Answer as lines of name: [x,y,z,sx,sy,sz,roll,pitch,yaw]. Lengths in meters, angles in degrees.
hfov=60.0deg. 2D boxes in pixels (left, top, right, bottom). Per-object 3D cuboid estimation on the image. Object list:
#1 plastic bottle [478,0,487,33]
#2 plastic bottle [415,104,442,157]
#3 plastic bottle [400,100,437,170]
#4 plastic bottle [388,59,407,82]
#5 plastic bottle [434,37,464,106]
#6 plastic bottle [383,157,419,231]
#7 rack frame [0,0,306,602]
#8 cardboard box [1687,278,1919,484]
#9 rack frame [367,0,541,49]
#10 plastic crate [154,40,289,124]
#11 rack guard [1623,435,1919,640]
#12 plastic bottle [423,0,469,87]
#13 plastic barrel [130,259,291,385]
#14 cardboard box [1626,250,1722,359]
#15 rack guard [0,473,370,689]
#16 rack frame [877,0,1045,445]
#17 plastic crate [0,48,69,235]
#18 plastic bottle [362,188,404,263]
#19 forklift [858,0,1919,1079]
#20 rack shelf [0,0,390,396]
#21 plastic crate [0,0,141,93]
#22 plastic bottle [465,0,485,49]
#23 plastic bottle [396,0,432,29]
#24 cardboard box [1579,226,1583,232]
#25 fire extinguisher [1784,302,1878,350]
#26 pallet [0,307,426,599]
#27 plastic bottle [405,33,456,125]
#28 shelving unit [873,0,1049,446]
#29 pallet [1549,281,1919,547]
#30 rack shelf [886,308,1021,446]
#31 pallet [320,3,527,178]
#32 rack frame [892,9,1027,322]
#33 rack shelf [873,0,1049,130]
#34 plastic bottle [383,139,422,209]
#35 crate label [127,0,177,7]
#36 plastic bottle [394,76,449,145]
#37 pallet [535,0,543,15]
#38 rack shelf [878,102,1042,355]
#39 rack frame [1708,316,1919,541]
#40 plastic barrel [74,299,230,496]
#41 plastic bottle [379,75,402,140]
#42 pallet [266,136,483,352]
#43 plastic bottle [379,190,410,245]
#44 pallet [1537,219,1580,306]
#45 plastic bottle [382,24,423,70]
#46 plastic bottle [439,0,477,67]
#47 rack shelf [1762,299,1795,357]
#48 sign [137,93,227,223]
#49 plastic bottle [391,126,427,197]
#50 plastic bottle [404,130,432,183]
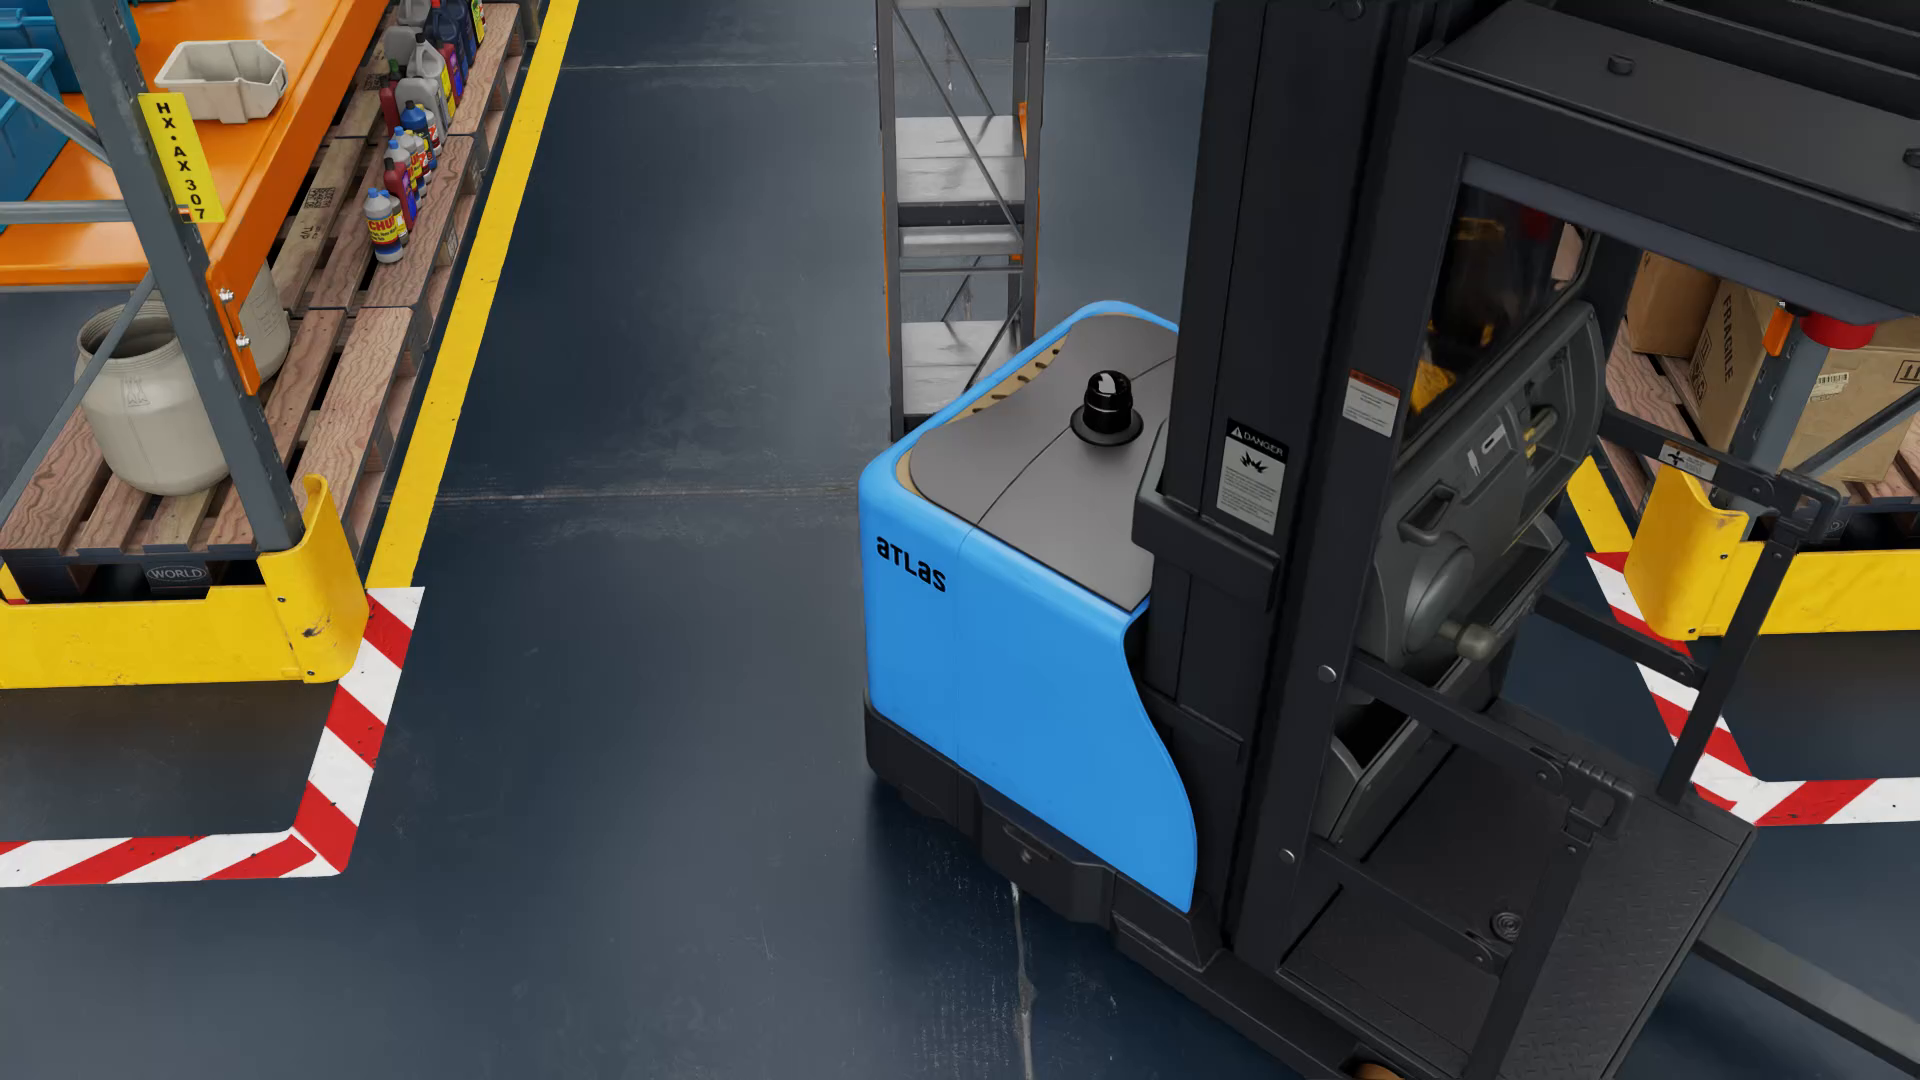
plastic bottle: [-2.152,-2.342,7.330,0.097,0.201,0.097,0,43,0]
plastic bottle: [-2.106,-1.615,6.537,0.097,0.201,0.097,0,43,0]
plastic bottle: [-2.102,-1.572,6.438,0.097,0.271,0.097,0,43,0]
plastic bottle: [-2.243,-1.813,6.693,0.061,0.283,0.133,-2,43,-2]
plastic bottle: [-2.107,-1.943,6.835,0.061,0.283,0.133,1,43,1]
plastic bottle: [-2.066,-1.294,6.126,0.061,0.283,0.133,-1,43,-1]
rack frame: [-2.309,-0.747,3.845,1.000,3.000,0.127,-2,43,-2]
cardboard box: [2.630,-0.544,5.163,0.500,0.500,0.500,6,43,6]
rack frame: [-2.479,-3.447,6.791,1.000,3.000,0.127,-2,43,-2]
plastic crate: [-2.025,-1.263,4.603,0.298,0.136,0.250,-2,43,-2]
rack guard: [2.636,-0.019,4.900,1.175,0.500,0.348,-2,43,-2]
plastic bottle: [-2.155,-2.077,6.930,0.144,0.351,0.185,-4,43,-4]
plastic barrel: [-2.434,-0.765,5.395,0.421,0.512,0.421,0,43,0]
cardboard box: [2.570,-0.947,5.602,0.500,0.500,0.500,9,43,9]
rack guard: [-2.359,0.125,4.744,1.175,0.500,0.348,-2,43,-2]
rack frame: [0.003,-0.721,4.483,0.400,2.100,0.015,-2,43,-2]
plastic crate: [-2.629,-1.021,4.254,0.499,0.251,0.616,-2,43,-2]
plastic bottle: [-2.075,-1.136,5.963,0.097,0.271,0.097,0,43,0]
forklift: [1.200,-0.053,3.139,3.031,2.935,1.130,30,50,28]
rack shelf: [-2.394,-1.832,5.561,1.077,0.370,4.000,-2,43,-2]
plastic crate: [-2.651,-1.460,4.733,0.499,0.251,0.408,-2,43,-2]
plastic bottle: [-2.129,-2.293,7.216,0.061,0.283,0.133,0,43,0]
plastic bottle: [-2.307,-2.202,7.067,0.144,0.351,0.185,-2,43,-2]
cardboard box: [2.563,-1.370,6.064,0.500,0.500,0.500,2,43,2]
fire extinguisher: [2.184,-0.770,3.927,0.296,0.674,0.183,-2,43,-2]
pallet: [-2.388,-0.317,5.440,1.003,0.211,1.213,-2,43,-2]
plastic bottle: [-2.142,-1.859,6.693,0.144,0.351,0.185,-2,43,-2]
shelving unit: [-0.007,-0.886,4.662,0.431,2.100,0.503,-2,43,-2]
pallet: [2.637,-0.462,5.597,1.003,0.211,1.213,-2,43,-2]
rack shelf: [-0.007,-0.360,5.145,0.431,0.518,0.480,-2,43,-2]
pallet: [-2.492,-1.964,7.237,1.003,0.211,1.213,-2,43,-2]
rack frame: [-0.017,-1.051,4.842,0.400,2.100,0.015,-2,43,-2]
rack shelf: [-0.007,-1.392,4.199,0.431,0.518,0.480,-2,43,-2]
plastic bottle: [-2.089,-1.367,6.215,0.097,0.271,0.097,0,43,0]
crate label: [-2.657,-1.994,5.180,0.502,0.435,0.616,-2,43,-2]
plastic bottle: [-2.139,-1.721,6.598,0.152,0.276,0.135,-1,43,-1]
pallet: [-2.551,-2.948,8.310,1.003,0.211,1.213,-2,43,-2]
rack shelf: [-0.007,-0.876,4.672,0.431,0.518,0.480,-2,43,-2]
rack frame: [2.640,-0.889,4.000,1.000,3.000,0.127,-2,43,-2]
plastic barrel: [-2.413,-0.426,5.026,0.421,0.512,0.421,0,43,0]
plastic bottle: [-2.245,-1.721,6.592,0.061,0.283,0.133,-2,43,-2]
pallet: [-2.437,-1.139,6.336,1.003,0.211,1.213,-2,43,-2]
plastic bottle: [-2.079,-1.180,6.063,0.097,0.201,0.097,0,43,0]
pallet: [2.588,-1.283,6.494,1.003,0.211,1.213,-2,43,-2]
plastic bottle: [-2.302,-2.028,6.933,0.152,0.276,0.135,-2,43,-2]
plastic bottle: [-2.163,-2.206,7.072,0.144,0.351,0.185,-3,43,-3]
rack shelf: [2.555,-1.974,5.716,1.077,0.370,4.000,-2,43,-2]
sign: [-1.759,-0.862,3.765,0.100,0.325,0.005,-2,43,-2]
plastic bottle: [-2.093,-1.435,6.289,0.097,0.271,0.097,0,43,0]
plastic bottle: [-2.098,-1.476,6.386,0.097,0.201,0.097,0,43,0]
